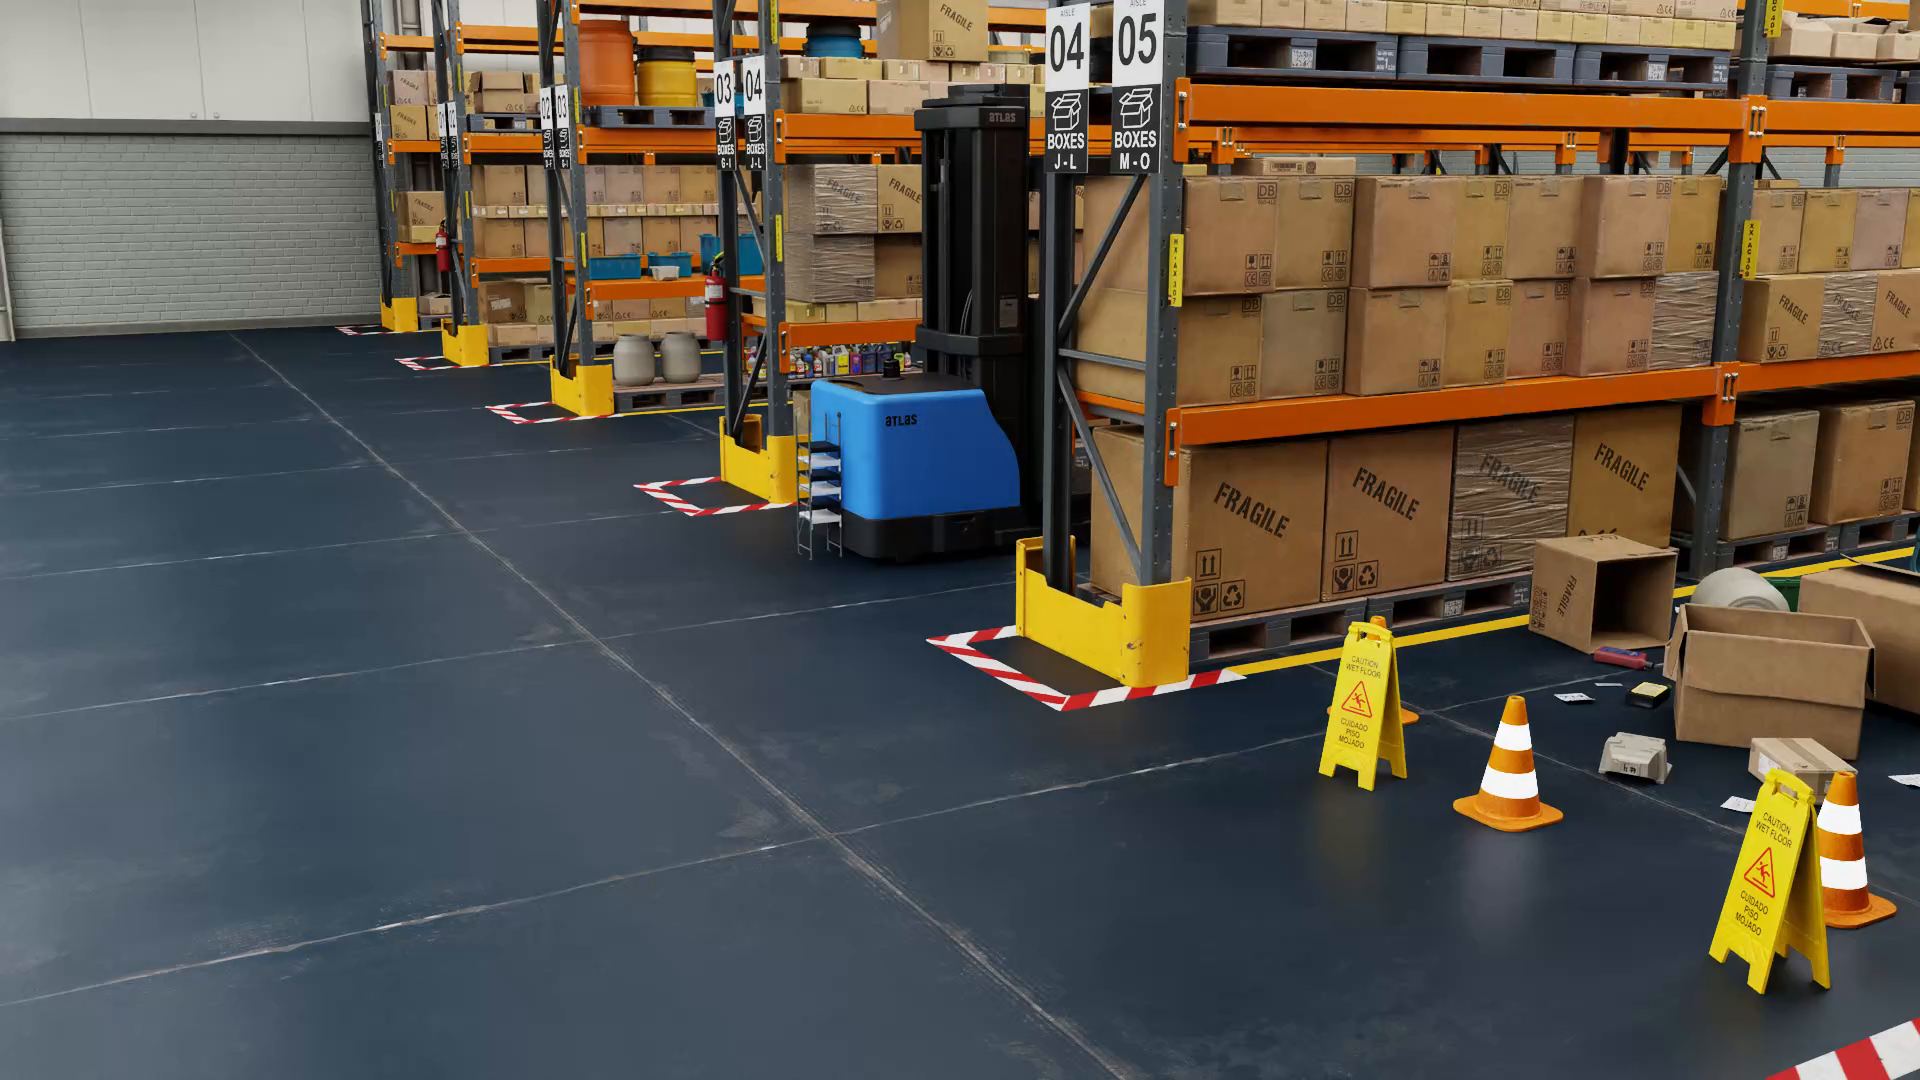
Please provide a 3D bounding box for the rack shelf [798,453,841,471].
[{"bbox_3d":[-0.898,-0.485,10.545,0.200,0.077,0.258,-6,14,-26],"label":"rack shelf"}]

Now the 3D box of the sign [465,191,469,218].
[{"bbox_3d":[-6.043,-4.111,20.393,0.005,0.325,0.100,-7,14,-28],"label":"sign"}]

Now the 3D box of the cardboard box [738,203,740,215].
[{"bbox_3d":[-3.146,-4.448,22.338,0.250,0.149,0.380,-7,15,-29],"label":"cardboard box"}]

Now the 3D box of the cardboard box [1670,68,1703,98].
[{"bbox_3d":[7.245,-4.628,16.816,0.637,0.503,0.797,-7,14,-29],"label":"cardboard box"}]

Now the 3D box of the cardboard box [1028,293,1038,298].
[{"bbox_3d":[0.579,-1.912,13.346,0.250,0.149,0.380,-7,14,-28],"label":"cardboard box"}]

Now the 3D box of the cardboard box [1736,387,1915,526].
[{"bbox_3d":[5.589,-0.593,11.081,0.750,0.750,1.050,-7,14,-28],"label":"cardboard box"}]

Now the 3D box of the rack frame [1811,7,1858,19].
[{"bbox_3d":[8.973,-6.037,17.441,0.127,3.000,1.000,-7,14,-28],"label":"rack frame"}]

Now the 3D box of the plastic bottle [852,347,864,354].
[{"bbox_3d":[-1.111,-1.992,18.329,0.135,0.276,0.152,-7,14,-28],"label":"plastic bottle"}]

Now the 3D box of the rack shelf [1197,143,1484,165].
[{"bbox_3d":[4.844,-4.967,21.155,4.000,0.370,1.077,-7,14,-28],"label":"rack shelf"}]

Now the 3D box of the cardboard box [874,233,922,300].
[{"bbox_3d":[-0.683,-2.170,13.016,0.500,0.500,0.875,-7,14,-28],"label":"cardboard box"}]

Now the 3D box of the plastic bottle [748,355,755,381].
[{"bbox_3d":[-2.193,-1.817,17.563,0.097,0.271,0.097,0,13,0],"label":"plastic bottle"}]

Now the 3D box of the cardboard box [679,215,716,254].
[{"bbox_3d":[-3.639,-4.123,22.368,0.500,0.500,0.700,-7,14,-28],"label":"cardboard box"}]

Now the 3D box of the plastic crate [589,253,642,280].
[{"bbox_3d":[-3.637,-2.840,17.238,0.616,0.251,0.499,-7,14,-28],"label":"plastic crate"}]

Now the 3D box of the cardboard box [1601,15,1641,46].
[{"bbox_3d":[3.401,-2.716,8.903,0.250,0.149,0.380,-7,14,-28],"label":"cardboard box"}]

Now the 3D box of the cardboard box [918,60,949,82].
[{"bbox_3d":[-0.283,-3.516,12.502,0.250,0.149,0.380,-7,14,-28],"label":"cardboard box"}]

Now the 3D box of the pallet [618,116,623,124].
[{"bbox_3d":[-4.598,-5.377,21.537,1.213,0.211,1.003,-7,14,-28],"label":"pallet"}]

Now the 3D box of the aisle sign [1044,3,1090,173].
[{"bbox_3d":[0.522,-2.200,8.134,0.004,0.787,0.394,-7,14,-28],"label":"aisle sign"}]

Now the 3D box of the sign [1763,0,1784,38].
[{"bbox_3d":[4.506,-2.950,9.196,0.005,0.325,0.100,-7,14,-28],"label":"sign"}]

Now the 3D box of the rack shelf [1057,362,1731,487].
[{"bbox_3d":[2.483,-0.741,9.209,4.000,0.370,1.077,-7,14,-28],"label":"rack shelf"}]

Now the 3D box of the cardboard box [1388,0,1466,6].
[{"bbox_3d":[2.162,-2.779,8.273,0.500,0.250,0.500,-7,14,-28],"label":"cardboard box"}]

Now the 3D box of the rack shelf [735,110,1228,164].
[{"bbox_3d":[0.195,-3.171,13.174,4.000,0.370,1.077,-7,14,-28],"label":"rack shelf"}]

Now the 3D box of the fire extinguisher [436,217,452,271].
[{"bbox_3d":[-6.630,-3.797,21.325,0.183,0.674,0.296,-7,14,-28],"label":"fire extinguisher"}]

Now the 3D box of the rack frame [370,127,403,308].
[{"bbox_3d":[-8.680,-4.712,25.215,0.127,3.000,1.000,-7,14,-28],"label":"rack frame"}]

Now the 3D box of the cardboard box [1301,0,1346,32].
[{"bbox_3d":[1.626,-2.504,7.959,0.250,0.149,0.380,-7,14,-28],"label":"cardboard box"}]

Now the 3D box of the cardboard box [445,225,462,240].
[{"bbox_3d":[-7.651,-4.696,25.440,0.500,0.250,0.500,-7,15,-30],"label":"cardboard box"}]

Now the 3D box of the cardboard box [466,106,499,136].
[{"bbox_3d":[-7.325,-6.326,25.281,0.500,0.500,0.500,-6,14,-25],"label":"cardboard box"}]

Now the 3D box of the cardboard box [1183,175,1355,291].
[{"bbox_3d":[1.511,-1.589,8.537,0.550,0.550,0.875,-7,14,-28],"label":"cardboard box"}]

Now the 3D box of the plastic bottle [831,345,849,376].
[{"bbox_3d":[-1.301,-1.968,18.055,0.185,0.351,0.144,-7,14,-28],"label":"plastic bottle"}]

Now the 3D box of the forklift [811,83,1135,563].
[{"bbox_3d":[0.560,-1.492,11.061,3.031,2.935,1.130,-6,14,-26],"label":"forklift"}]

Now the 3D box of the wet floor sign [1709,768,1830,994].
[{"bbox_3d":[2.509,1.024,5.090,0.232,0.644,0.267,-2,13,-8],"label":"wet floor sign"}]

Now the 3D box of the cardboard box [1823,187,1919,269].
[{"bbox_3d":[6.010,-2.053,10.894,0.500,0.500,0.700,-7,14,-28],"label":"cardboard box"}]

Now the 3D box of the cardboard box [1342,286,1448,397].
[{"bbox_3d":[2.056,-1.099,8.821,0.550,0.550,0.875,-7,14,-28],"label":"cardboard box"}]

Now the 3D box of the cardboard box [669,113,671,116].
[{"bbox_3d":[-3.720,-5.613,21.683,0.250,0.149,0.380,-7,14,-28],"label":"cardboard box"}]

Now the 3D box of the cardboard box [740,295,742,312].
[{"bbox_3d":[-3.349,-3.419,23.069,0.500,0.500,0.500,-7,14,-28],"label":"cardboard box"}]

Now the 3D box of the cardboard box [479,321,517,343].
[{"bbox_3d":[-5.974,-2.734,21.734,0.500,0.250,0.500,-7,14,-28],"label":"cardboard box"}]

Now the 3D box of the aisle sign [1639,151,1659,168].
[{"bbox_3d":[10.031,-5.819,24.213,0.004,0.787,0.394,-7,14,-28],"label":"aisle sign"}]

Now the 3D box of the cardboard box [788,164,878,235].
[{"bbox_3d":[-0.947,-2.535,12.360,0.500,0.500,0.500,-7,14,-28],"label":"cardboard box"}]

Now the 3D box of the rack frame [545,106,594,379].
[{"bbox_3d":[-3.933,-2.803,16.731,0.127,3.000,1.000,-7,14,-28],"label":"rack frame"}]

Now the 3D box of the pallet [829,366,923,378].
[{"bbox_3d":[-1.032,-1.800,18.629,1.213,0.211,1.003,-7,14,-28],"label":"pallet"}]

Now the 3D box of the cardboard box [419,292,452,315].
[{"bbox_3d":[-8.030,-3.670,25.708,0.500,0.311,0.500,-9,15,-34],"label":"cardboard box"}]

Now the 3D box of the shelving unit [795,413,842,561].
[{"bbox_3d":[-0.898,-0.342,10.577,0.210,0.900,0.258,-6,14,-26],"label":"shelving unit"}]

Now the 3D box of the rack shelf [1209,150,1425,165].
[{"bbox_3d":[5.985,-6.343,27.268,4.000,0.370,1.077,-7,14,-28],"label":"rack shelf"}]

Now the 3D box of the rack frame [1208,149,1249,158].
[{"bbox_3d":[4.229,-5.020,26.584,0.127,3.000,1.000,-7,14,-28],"label":"rack frame"}]

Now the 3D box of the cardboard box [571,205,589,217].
[{"bbox_3d":[-4.950,-4.232,21.375,0.250,0.149,0.380,-7,15,-30],"label":"cardboard box"}]

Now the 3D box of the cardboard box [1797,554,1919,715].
[{"bbox_3d":[4.334,0.441,7.696,0.503,0.637,0.797,-7,14,-28],"label":"cardboard box"}]

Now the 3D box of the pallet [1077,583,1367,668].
[{"bbox_3d":[1.392,0.380,8.942,1.213,0.211,1.003,-7,14,-28],"label":"pallet"}]

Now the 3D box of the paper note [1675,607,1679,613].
[{"bbox_3d":[4.082,0.391,9.301,0.147,0.020,0.142,5,14,21],"label":"paper note"}]

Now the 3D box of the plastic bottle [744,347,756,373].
[{"bbox_3d":[-2.297,-1.987,18.310,0.135,0.276,0.152,-7,14,-27],"label":"plastic bottle"}]

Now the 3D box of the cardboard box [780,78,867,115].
[{"bbox_3d":[-1.013,-3.239,12.181,0.500,0.250,0.500,-6,14,-26],"label":"cardboard box"}]

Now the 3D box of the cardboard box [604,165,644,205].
[{"bbox_3d":[-4.500,-4.654,21.774,0.500,0.500,0.700,-7,14,-28],"label":"cardboard box"}]

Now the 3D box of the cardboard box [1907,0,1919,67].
[{"bbox_3d":[6.358,-3.252,10.485,0.500,0.500,0.500,-7,14,-28],"label":"cardboard box"}]

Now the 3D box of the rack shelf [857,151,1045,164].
[{"bbox_3d":[0.097,-6.876,29.639,4.000,0.370,1.077,-7,14,-28],"label":"rack shelf"}]
